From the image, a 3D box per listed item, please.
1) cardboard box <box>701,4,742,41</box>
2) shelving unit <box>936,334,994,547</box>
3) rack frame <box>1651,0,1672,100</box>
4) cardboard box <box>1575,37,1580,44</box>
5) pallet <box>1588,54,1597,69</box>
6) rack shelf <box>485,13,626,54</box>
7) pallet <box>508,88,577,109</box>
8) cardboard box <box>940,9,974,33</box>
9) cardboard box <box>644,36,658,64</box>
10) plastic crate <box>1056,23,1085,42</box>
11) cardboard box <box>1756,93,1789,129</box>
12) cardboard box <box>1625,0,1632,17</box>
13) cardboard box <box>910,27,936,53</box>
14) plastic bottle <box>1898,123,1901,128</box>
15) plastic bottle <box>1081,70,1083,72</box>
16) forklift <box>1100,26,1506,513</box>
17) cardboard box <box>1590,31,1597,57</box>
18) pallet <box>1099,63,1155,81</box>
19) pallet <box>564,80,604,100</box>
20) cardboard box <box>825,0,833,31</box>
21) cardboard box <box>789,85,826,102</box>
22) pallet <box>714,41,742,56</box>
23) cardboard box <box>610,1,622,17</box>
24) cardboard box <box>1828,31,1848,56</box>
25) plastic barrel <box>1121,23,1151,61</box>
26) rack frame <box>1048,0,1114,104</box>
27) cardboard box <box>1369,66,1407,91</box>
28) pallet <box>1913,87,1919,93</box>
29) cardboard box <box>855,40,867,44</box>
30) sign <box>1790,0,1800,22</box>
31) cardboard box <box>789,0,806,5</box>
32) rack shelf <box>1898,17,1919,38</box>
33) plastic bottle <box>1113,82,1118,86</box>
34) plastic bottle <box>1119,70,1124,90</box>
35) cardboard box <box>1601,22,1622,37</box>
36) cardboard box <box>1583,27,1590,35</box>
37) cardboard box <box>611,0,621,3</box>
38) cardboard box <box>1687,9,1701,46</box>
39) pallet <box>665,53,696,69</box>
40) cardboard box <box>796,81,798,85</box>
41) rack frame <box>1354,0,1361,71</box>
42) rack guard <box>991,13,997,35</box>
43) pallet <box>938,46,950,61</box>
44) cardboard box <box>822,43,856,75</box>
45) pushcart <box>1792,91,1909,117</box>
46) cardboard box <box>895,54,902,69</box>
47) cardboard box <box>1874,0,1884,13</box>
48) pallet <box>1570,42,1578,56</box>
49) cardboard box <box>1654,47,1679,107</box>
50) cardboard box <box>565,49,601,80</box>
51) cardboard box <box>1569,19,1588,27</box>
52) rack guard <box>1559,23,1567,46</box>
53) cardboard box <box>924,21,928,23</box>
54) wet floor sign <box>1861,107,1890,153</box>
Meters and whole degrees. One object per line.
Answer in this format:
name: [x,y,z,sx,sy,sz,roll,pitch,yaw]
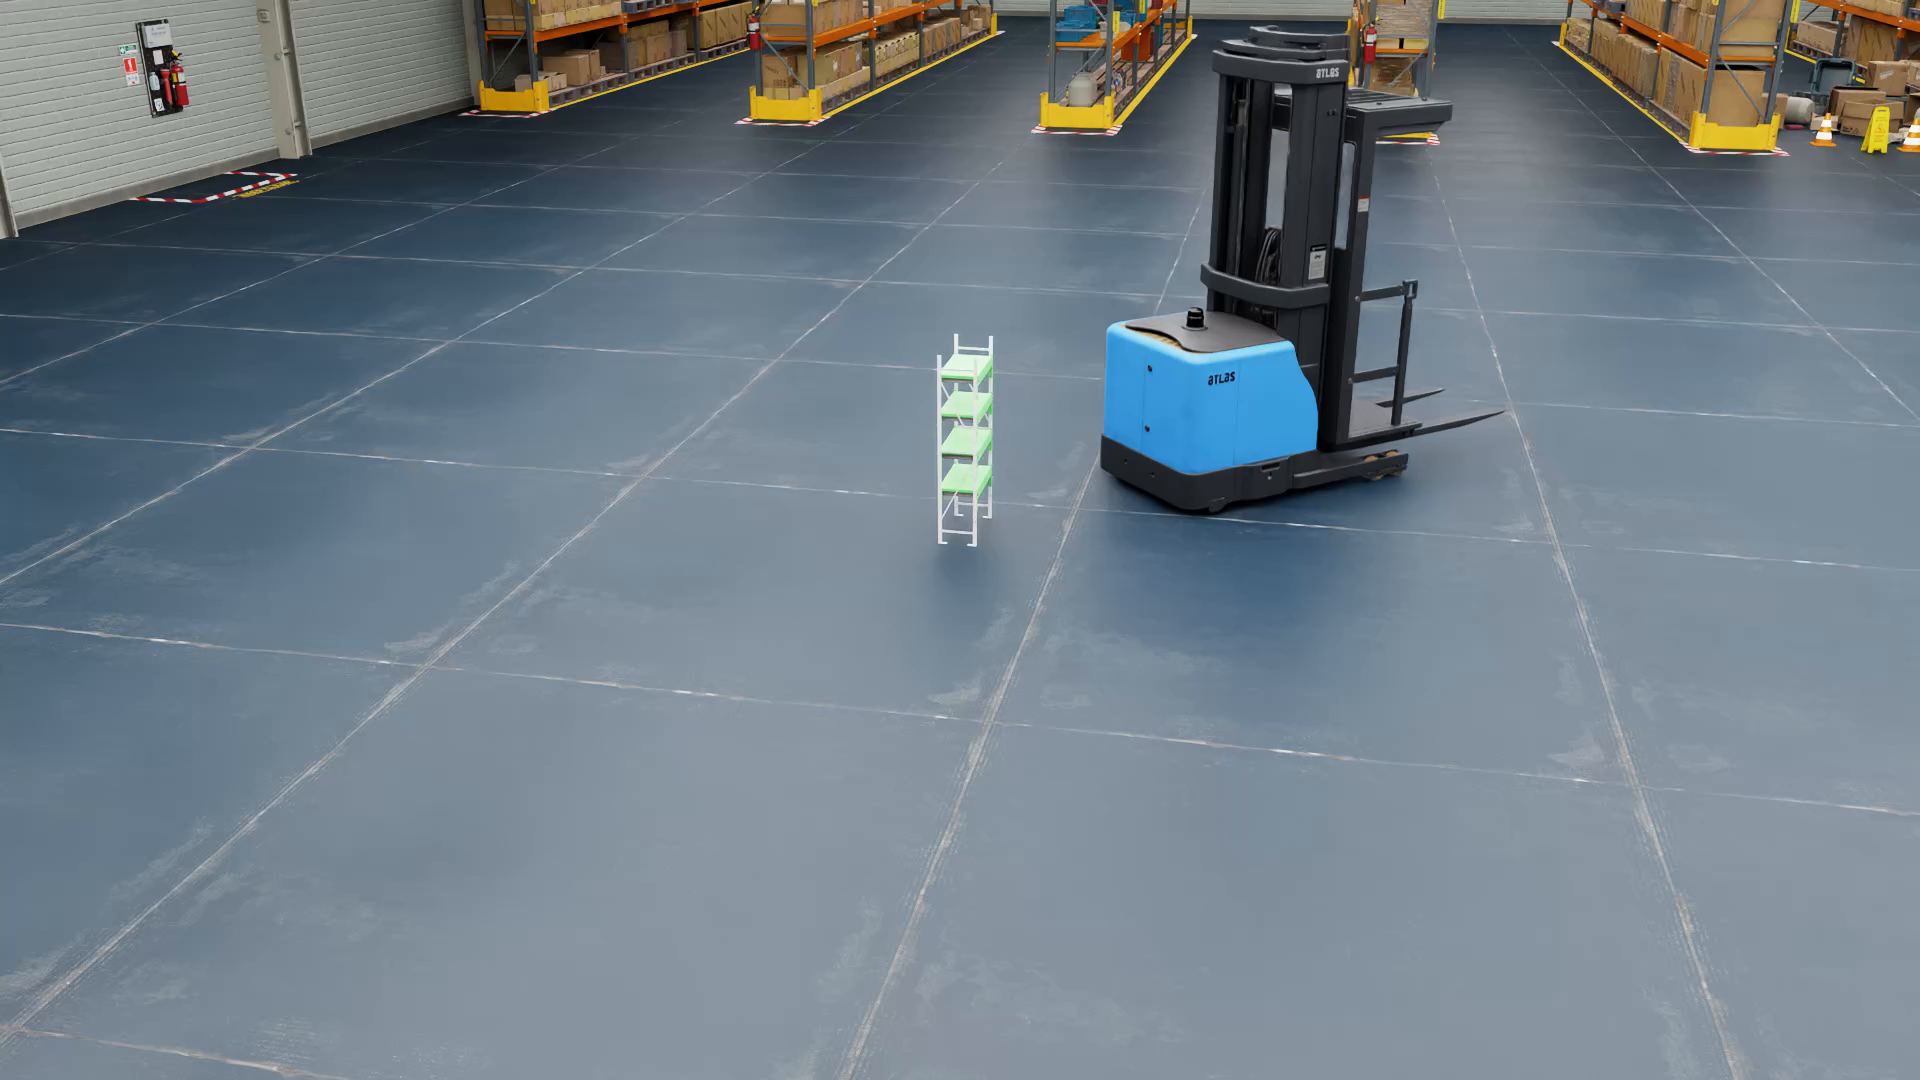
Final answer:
cardboard box: [-5.501,-11.877,38.143,0.750,0.750,0.750,5,23,13]
shelving unit: [0.034,-0.617,10.280,0.258,1.200,0.503,4,22,11]
rack frame: [12.432,-8.778,28.135,1.000,3.000,0.127,4,22,11]
cardboard box: [14.158,-11.305,37.664,0.380,0.149,0.250,4,22,11]
pallet: [13.907,-10.126,35.213,1.003,0.211,1.213,4,22,11]
rack shelf: [-7.358,-9.261,30.296,1.077,0.370,4.000,4,22,11]
pallet: [-7.550,-7.892,29.667,1.003,0.211,1.213,4,22,11]
cardboard box: [-0.089,-12.609,40.400,0.797,0.503,0.637,4,22,11]
cardboard box: [-6.616,-10.018,33.969,0.700,0.500,0.500,5,22,12]
plastic crate: [1.742,-8.245,27.010,0.499,0.251,0.616,4,22,11]
cardboard box: [13.120,-6.974,26.998,0.500,0.500,0.500,8,23,20]
cardboard box: [12.893,-10.144,31.392,0.500,0.500,0.500,5,22,12]
cardboard box: [-0.810,-10.794,35.897,0.500,0.500,0.500,4,22,9]
plastic bottle: [15.200,-6.746,27.022,0.133,0.061,0.283,8,23,20]
plastic bottle: [2.178,-8.283,29.861,0.144,0.351,0.185,5,22,12]
forklift: [2.495,-1.922,11.202,3.031,2.935,1.130,-12,25,-28]
cardboard box: [13.654,-10.489,35.167,0.500,0.500,0.500,5,23,13]
pallet: [3.369,-9.460,33.560,1.003,0.211,1.213,4,22,11]
pallet: [-7.299,-8.337,30.771,1.003,0.211,1.213,4,22,11]
cardboard box: [-2.599,-9.077,28.742,0.700,0.500,0.500,5,22,11]
cardboard box: [-2.589,-7.586,28.292,0.500,0.250,0.500,4,22,11]
pallet: [-5.648,-11.223,37.938,1.003,0.211,1.213,4,22,11]
cardboard box: [-6.750,-10.070,31.515,0.500,0.250,0.500,5,22,11]
cardboard box: [19.164,-10.592,35.504,0.875,0.438,0.875,4,22,10]
plastic barrel: [3.648,-10.402,34.510,0.600,0.830,0.708,4,22,11]
rack frame: [1.932,-8.108,26.471,1.000,3.000,0.127,4,22,11]
cardboard box: [7.367,-7.875,28.677,0.500,0.500,0.500,12,25,28]
pallet: [17.703,-7.877,29.629,1.003,0.211,1.213,4,22,11]
cardboard box: [-2.094,-9.672,32.723,0.500,0.311,0.500,4,22,11]
sign: [12.158,-7.709,24.216,0.100,0.325,0.005,4,22,11]
cardboard box: [-2.625,-8.961,27.587,0.380,0.149,0.250,4,22,11]
rack shelf: [17.707,-8.836,29.240,1.077,0.370,4.000,4,22,11]
plastic bottle: [2.677,-7.811,28.797,0.097,0.271,0.097,0,22,0]
plastic bottle: [2.860,-8.219,29.702,0.144,0.351,0.185,3,22,8]
cardboard box: [13.441,-10.456,34.081,0.500,0.250,0.500,5,23,13]
cardboard box: [13.940,-11.190,36.582,0.380,0.149,0.250,4,22,10]
cardboard box: [-6.744,-10.417,31.375,0.500,0.500,0.500,4,22,11]
cardboard box: [12.043,-8.119,26.298,0.875,0.550,0.500,4,22,11]
pallet: [-6.295,-10.210,35.422,1.003,0.211,1.213,4,22,11]
cardboard box: [-3.006,-7.809,28.846,0.500,0.250,0.500,4,22,11]
rack frame: [8.414,-10.656,32.798,1.000,3.000,0.127,4,22,11]
rack guard: [0.333,-13.151,42.339,1.175,0.500,0.348,4,22,11]
pallet: [-0.843,-10.834,36.973,1.003,0.211,1.213,4,22,11]
cardboard box: [-2.192,-8.666,29.970,0.500,0.500,0.500,4,22,11]
pushcart: [15.057,-7.377,28.166,1.648,0.377,0.936,-3,22,-8]
cardboard box: [-1.462,-9.560,33.195,0.500,0.250,0.500,5,22,12]
cardboard box: [18.171,-10.407,32.380,0.500,0.250,0.500,4,22,10]
pallet: [14.414,-11.107,37.648,1.003,0.211,1.213,4,22,11]
cardboard box: [12.235,-7.763,27.895,0.875,0.875,0.875,5,22,12]
cardboard box: [-7.123,-8.988,31.413,0.500,0.500,0.500,3,22,7]
cardboard box: [14.326,-11.957,38.486,0.380,0.149,0.250,4,22,11]
rack guard: [14.865,-11.980,39.430,1.175,0.500,0.348,4,22,11]
cardboard box: [-1.012,-11.384,37.361,0.500,0.500,0.500,5,22,12]
wet floor sign: [13.549,-6.062,24.541,0.267,0.644,0.232,1,22,2]
